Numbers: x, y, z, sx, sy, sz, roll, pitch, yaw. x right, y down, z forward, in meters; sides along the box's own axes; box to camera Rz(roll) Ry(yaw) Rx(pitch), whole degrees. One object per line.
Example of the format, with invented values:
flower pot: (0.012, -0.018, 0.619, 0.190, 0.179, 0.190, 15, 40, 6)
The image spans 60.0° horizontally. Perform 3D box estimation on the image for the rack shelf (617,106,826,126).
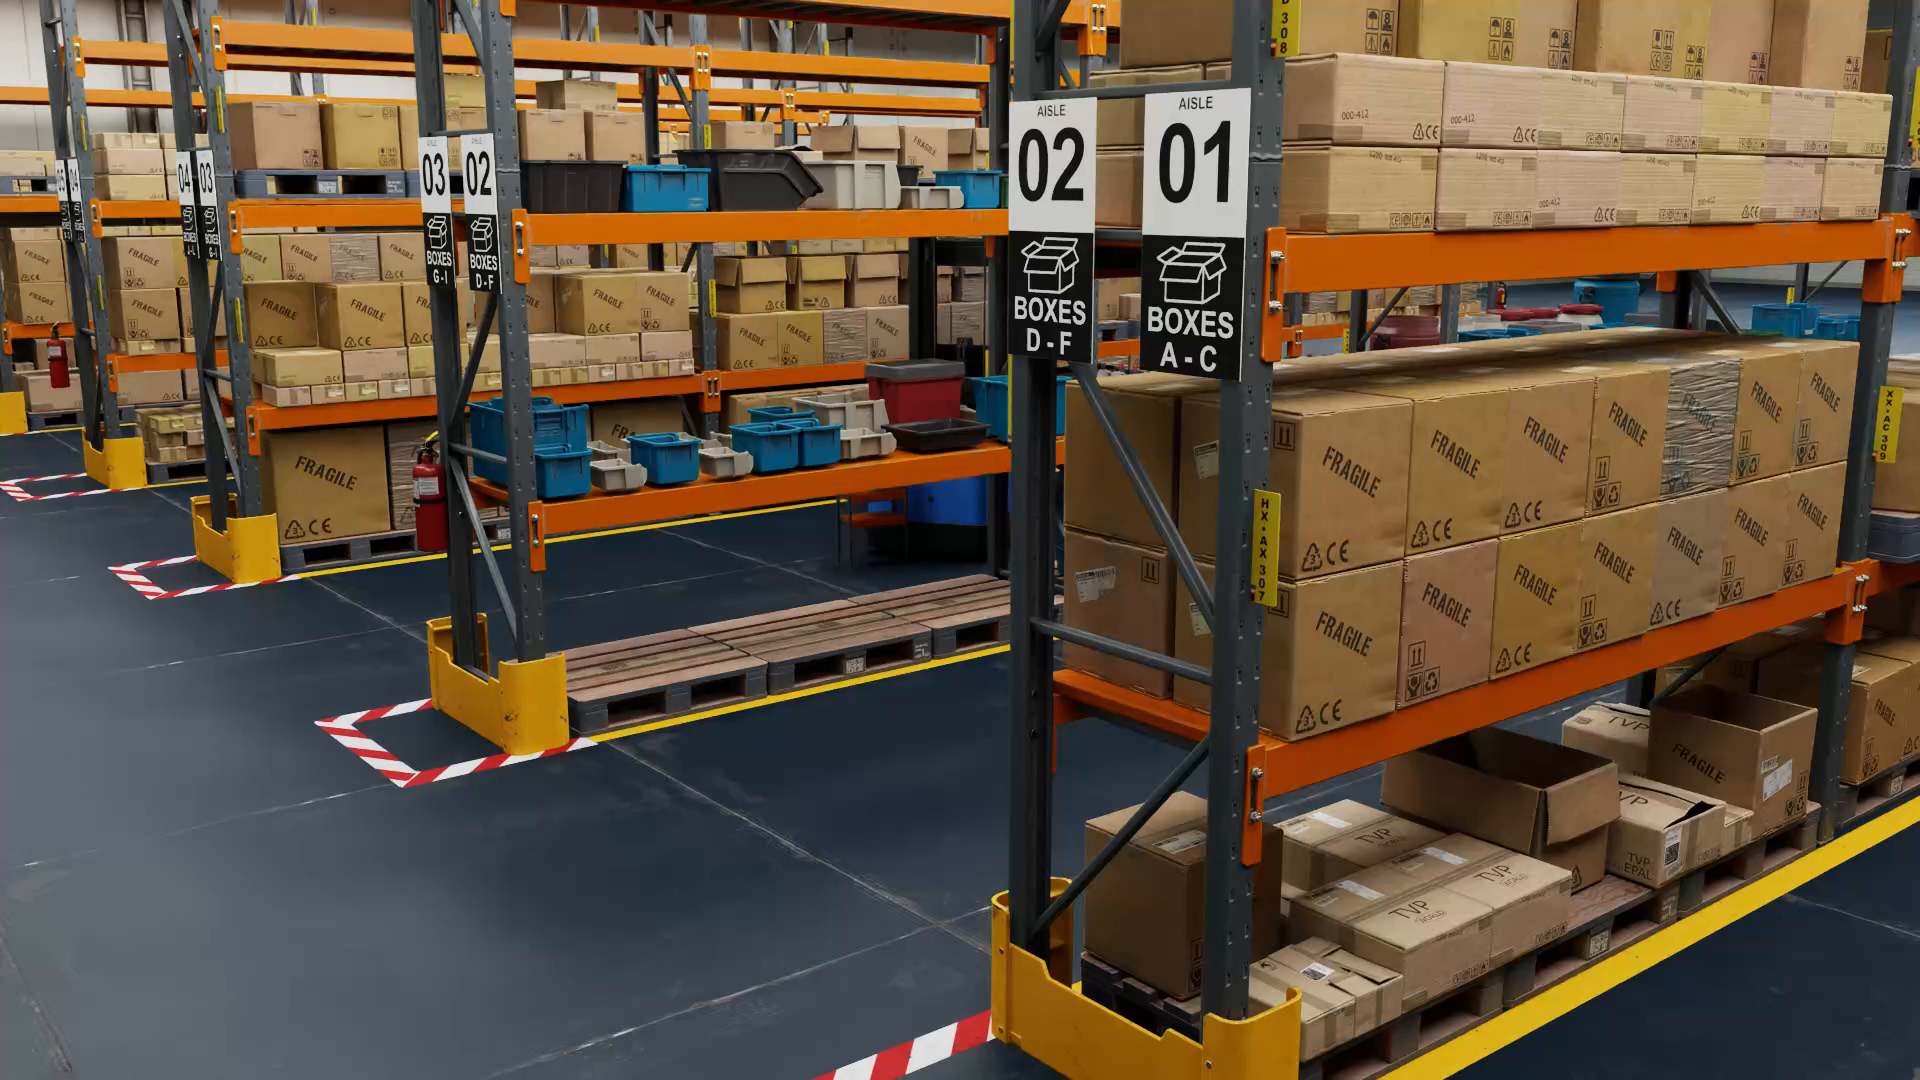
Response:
rack shelf: (-4.044, -6.541, 25.961, 4.000, 0.370, 1.077, -9, 15, -38)

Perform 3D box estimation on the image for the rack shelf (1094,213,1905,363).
rack shelf: (2.086, -1.016, 6.204, 4.000, 0.370, 1.077, -9, 15, -38)

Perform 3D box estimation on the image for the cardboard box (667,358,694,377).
cardboard box: (-2.571, -1.552, 14.822, 0.250, 0.149, 0.380, -9, 15, -37)

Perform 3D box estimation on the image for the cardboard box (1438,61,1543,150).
cardboard box: (1.483, -1.368, 5.286, 0.500, 0.250, 0.500, -9, 15, -38)

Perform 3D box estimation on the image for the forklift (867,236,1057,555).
forklift: (0.188, -1.570, 14.468, 1.130, 2.935, 3.031, 4, 13, 18)

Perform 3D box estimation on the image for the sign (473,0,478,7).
sign: (-5.233, -5.925, 17.928, 0.005, 0.325, 0.100, -9, 15, -38)

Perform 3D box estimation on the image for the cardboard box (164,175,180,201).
cardboard box: (-7.757, -3.545, 16.740, 0.500, 0.250, 0.500, -9, 15, -36)

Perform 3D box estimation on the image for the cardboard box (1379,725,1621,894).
cardboard box: (2.184, 1.090, 6.725, 0.637, 0.503, 0.797, -9, 15, -38)

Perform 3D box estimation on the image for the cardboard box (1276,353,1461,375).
cardboard box: (1.496, -0.416, 6.216, 0.500, 0.500, 0.500, -9, 15, -36)

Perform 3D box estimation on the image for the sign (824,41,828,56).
sign: (-2.131, -7.793, 26.533, 0.005, 0.325, 0.100, -9, 15, -38)

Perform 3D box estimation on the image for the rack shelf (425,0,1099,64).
rack shelf: (-1.006, -3.092, 9.720, 4.000, 0.370, 1.077, -9, 15, -38)

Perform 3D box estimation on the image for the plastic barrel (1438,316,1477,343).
plastic barrel: (4.349, -1.706, 14.673, 0.421, 0.512, 0.421, 0, 12, 0)

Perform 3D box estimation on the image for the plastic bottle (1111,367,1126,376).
plastic bottle: (1.160, -1.089, 12.156, 0.185, 0.351, 0.144, -9, 15, -38)

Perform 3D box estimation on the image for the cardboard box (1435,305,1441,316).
cardboard box: (6.175, -3.028, 21.774, 0.250, 0.149, 0.380, -9, 15, -38)

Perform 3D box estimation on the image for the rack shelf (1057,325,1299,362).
rack shelf: (2.147, -2.194, 18.973, 4.000, 0.370, 1.077, -9, 15, -38)

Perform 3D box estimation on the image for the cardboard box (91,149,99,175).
cardboard box: (-8.480, -3.806, 16.766, 0.500, 0.250, 0.500, -10, 16, -39)

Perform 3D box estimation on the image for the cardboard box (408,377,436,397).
cardboard box: (-4.377, -1.252, 13.408, 0.250, 0.149, 0.380, -10, 15, -39)

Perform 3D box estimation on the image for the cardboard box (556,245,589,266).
cardboard box: (-5.846, -4.323, 24.616, 0.500, 0.500, 0.500, -10, 16, -39)

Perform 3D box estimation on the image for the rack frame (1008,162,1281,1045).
rack frame: (0.524, 0.359, 5.219, 0.127, 3.000, 1.000, -9, 15, -38)

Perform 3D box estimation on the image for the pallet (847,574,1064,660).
pallet: (0.006, 0.501, 11.260, 1.213, 0.211, 1.003, -9, 15, -38)

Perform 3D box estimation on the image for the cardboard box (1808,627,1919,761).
cardboard box: (4.587, 0.753, 8.321, 0.500, 0.500, 0.500, -9, 15, -37)

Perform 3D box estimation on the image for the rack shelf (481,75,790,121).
rack shelf: (-3.996, -5.232, 19.798, 4.000, 0.370, 1.077, -9, 15, -38)

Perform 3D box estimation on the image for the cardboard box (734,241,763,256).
cardboard box: (-3.493, -4.585, 26.533, 0.500, 0.500, 0.500, -9, 15, -36)

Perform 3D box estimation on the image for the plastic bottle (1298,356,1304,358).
plastic bottle: (2.778, -1.359, 13.606, 0.135, 0.276, 0.152, -9, 15, -38)

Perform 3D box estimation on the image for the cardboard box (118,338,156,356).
cardboard box: (-8.223, -1.932, 16.612, 0.250, 0.149, 0.380, -10, 15, -38)

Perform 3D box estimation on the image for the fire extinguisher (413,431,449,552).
fire extinguisher: (-2.969, -0.279, 9.306, 0.183, 0.674, 0.296, -9, 15, -38)

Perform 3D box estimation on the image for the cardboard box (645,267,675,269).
cardboard box: (-3.736, -3.313, 20.672, 0.250, 0.149, 0.380, -9, 15, -35)

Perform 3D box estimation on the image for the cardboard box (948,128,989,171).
cardboard box: (0.154, -3.919, 16.883, 0.637, 0.503, 0.797, -8, 15, -34)

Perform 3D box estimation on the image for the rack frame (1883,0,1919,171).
rack frame: (3.648, -3.095, 7.040, 0.127, 3.000, 1.000, -9, 15, -38)

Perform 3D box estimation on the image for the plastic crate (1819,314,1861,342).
plastic crate: (9.723, -2.335, 18.263, 0.616, 0.251, 0.499, -9, 15, -38)

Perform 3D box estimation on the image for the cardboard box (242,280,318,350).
cardboard box: (-5.445, -1.794, 13.193, 0.500, 0.500, 0.500, -9, 15, -37)

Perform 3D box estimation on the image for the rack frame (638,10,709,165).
rack frame: (-2.538, -4.702, 14.609, 0.127, 3.000, 1.000, -9, 15, -38)

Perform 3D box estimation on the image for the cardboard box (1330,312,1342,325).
cardboard box: (4.446, -2.729, 20.365, 0.250, 0.149, 0.380, -9, 15, -38)

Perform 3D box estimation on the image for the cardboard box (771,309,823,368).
cardboard box: (-1.631, -1.901, 15.620, 0.500, 0.500, 0.500, -9, 15, -38)

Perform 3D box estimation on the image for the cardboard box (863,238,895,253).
cardboard box: (-1.284, -3.832, 22.305, 0.500, 0.500, 0.700, -10, 15, -39)

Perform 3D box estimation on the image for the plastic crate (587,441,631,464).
plastic crate: (-2.044, -0.481, 9.662, 0.243, 0.136, 0.396, -9, 15, -38)

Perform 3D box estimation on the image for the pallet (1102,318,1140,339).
pallet: (2.106, -2.456, 18.937, 1.213, 0.211, 1.003, -9, 15, -38)

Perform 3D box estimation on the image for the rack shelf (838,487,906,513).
rack shelf: (-0.692, -0.325, 13.095, 0.480, 0.148, 0.258, -6, 14, -28)

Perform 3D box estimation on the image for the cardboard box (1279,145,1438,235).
cardboard box: (1.084, -1.061, 5.043, 0.500, 0.250, 0.500, -9, 15, -38)

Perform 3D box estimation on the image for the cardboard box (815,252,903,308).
cardboard box: (-1.026, -2.562, 16.316, 0.637, 0.503, 0.797, -9, 15, -36)

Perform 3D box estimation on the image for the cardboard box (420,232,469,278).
cardboard box: (-5.756, -3.164, 18.444, 0.500, 0.500, 0.500, -10, 16, -40)

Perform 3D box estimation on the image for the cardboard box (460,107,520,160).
cardboard box: (-4.031, -3.313, 13.796, 0.500, 0.500, 0.700, -9, 15, -35)

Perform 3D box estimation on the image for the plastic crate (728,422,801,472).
plastic crate: (-1.141, -0.542, 9.720, 0.300, 0.233, 0.416, -9, 15, -38)

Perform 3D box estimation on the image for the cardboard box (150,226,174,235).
cardboard box: (-10.165, -3.907, 21.097, 0.250, 0.149, 0.380, -10, 16, -39)

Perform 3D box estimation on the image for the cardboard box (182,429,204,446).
cardboard box: (-7.862, -1.075, 17.108, 0.250, 0.149, 0.380, -10, 15, -38)

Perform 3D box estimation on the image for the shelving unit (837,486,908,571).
shelving unit: (-0.692, -0.391, 13.081, 0.503, 1.200, 0.258, -6, 14, -28)

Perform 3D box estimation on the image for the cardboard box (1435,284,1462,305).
cardboard box: (6.070, -3.368, 21.812, 0.500, 0.500, 0.875, -9, 15, -38)

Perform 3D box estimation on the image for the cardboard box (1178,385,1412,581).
cardboard box: (1.035, -0.194, 5.174, 0.500, 0.500, 0.500, -9, 15, -36)

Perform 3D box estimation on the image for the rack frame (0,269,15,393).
rack frame: (-11.852, -2.856, 20.357, 0.127, 3.000, 1.000, -9, 15, -38)

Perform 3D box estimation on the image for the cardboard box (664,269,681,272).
cardboard box: (-3.542, -3.173, 20.009, 0.250, 0.149, 0.380, -9, 15, -35)

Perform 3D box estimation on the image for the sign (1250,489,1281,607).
sign: (0.863, 0.023, 4.714, 0.005, 0.325, 0.100, -9, 15, -38)

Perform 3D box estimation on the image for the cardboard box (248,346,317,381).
cardboard box: (-5.449, -1.427, 13.271, 0.500, 0.250, 0.500, -10, 15, -39)

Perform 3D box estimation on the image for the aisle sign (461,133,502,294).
aisle sign: (-2.438, -1.659, 8.464, 0.004, 0.787, 0.394, -9, 15, -38)

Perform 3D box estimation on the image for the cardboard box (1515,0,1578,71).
cardboard box: (1.682, -1.849, 5.748, 0.500, 0.500, 0.700, -9, 15, -38)

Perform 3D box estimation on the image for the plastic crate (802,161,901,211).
plastic crate: (-0.644, -2.092, 9.824, 0.530, 0.282, 0.437, -9, 15, -38)

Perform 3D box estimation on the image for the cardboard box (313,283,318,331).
cardboard box: (-6.971, -2.476, 17.613, 0.500, 0.500, 0.500, -10, 16, -39)

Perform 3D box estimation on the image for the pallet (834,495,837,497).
pallet: (-1.029, -0.675, 16.800, 1.213, 0.211, 1.003, -9, 15, -38)

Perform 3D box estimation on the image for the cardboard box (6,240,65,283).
cardboard box: (-11.300, -3.410, 20.319, 0.500, 0.500, 0.500, -10, 15, -39)
